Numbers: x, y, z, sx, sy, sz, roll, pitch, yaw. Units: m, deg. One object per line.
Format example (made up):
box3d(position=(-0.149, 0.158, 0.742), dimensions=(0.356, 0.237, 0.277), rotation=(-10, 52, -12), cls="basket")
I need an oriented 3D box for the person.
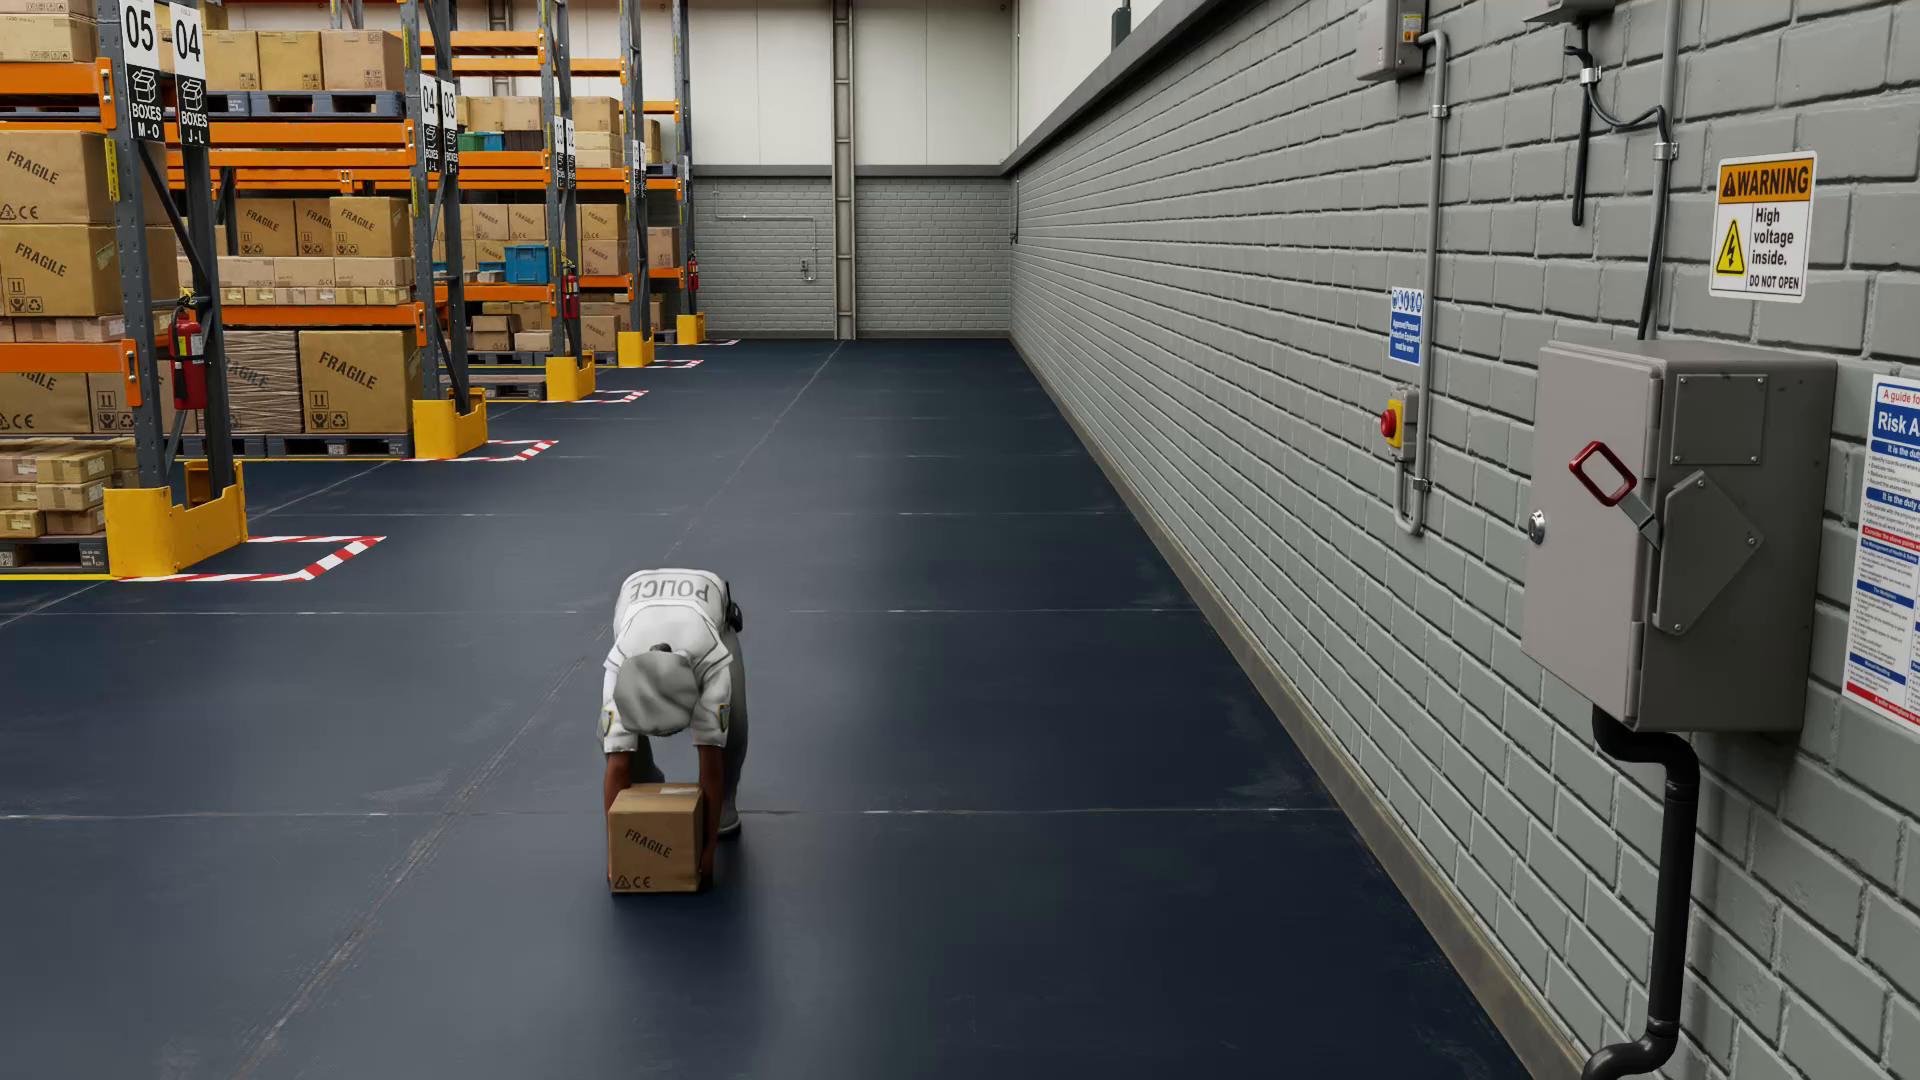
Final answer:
box3d(position=(-0.901, 0.553, 5.217), dimensions=(0.472, 0.850, 0.910), rotation=(-1, 10, -4), cls="person")
